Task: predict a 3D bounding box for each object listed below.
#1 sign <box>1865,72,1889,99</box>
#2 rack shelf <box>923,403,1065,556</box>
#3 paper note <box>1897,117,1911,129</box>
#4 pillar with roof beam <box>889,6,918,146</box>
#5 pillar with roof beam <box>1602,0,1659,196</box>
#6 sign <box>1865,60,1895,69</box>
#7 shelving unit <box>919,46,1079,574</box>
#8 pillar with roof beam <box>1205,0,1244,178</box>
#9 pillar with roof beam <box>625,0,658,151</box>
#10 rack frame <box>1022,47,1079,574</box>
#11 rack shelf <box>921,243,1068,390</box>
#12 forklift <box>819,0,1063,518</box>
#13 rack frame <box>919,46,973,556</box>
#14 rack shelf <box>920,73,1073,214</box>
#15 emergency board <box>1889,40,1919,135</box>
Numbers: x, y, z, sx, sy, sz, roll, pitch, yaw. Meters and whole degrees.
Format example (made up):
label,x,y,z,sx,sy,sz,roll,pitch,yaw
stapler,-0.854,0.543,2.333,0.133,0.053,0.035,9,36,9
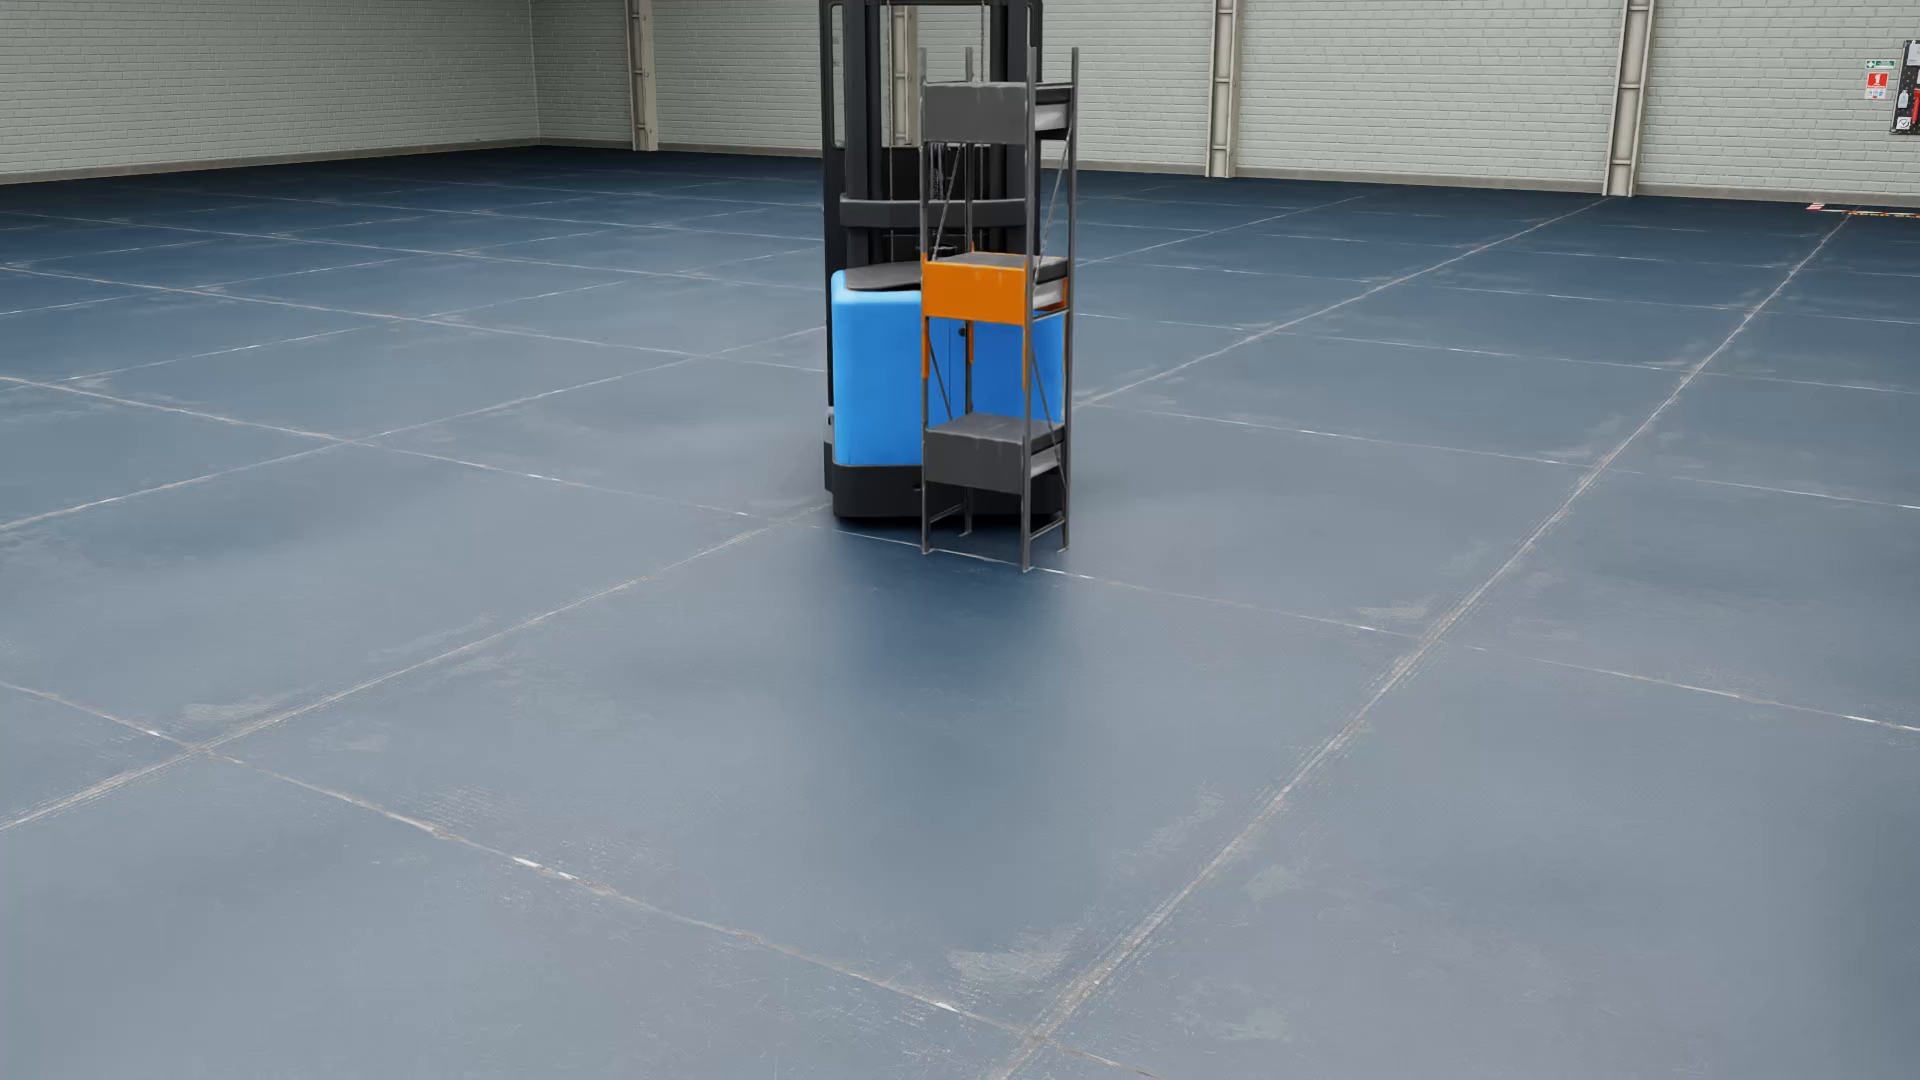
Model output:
label,x,y,z,sx,sy,sz,roll,pitch,yaw
sign,11.845,-5.871,21.486,0.234,0.329,0.001,10,20,30
rack shelf,0.156,-0.266,7.101,0.480,0.518,0.431,10,19,29
paper note,12.147,-5.367,21.403,0.142,0.148,0.016,10,20,30
pillar with roof beam,-3.243,-9.901,24.493,0.400,9.000,9.100,10,20,30
pillar with roof beam,6.982,-8.076,18.484,0.400,9.000,9.100,10,20,30
sign,11.844,-6.122,21.400,0.331,0.109,0.001,10,20,30
shelving unit,0.156,-0.949,6.894,0.503,2.100,0.431,10,19,29
pillar with roof beam,1.869,-8.988,21.489,0.400,9.000,9.100,10,20,30
pillar with roof beam,-8.356,-10.814,27.498,0.400,9.000,9.100,10,20,30
rack frame,0.367,-0.914,6.776,0.015,2.100,0.400,10,19,29
rack shelf,0.156,-0.936,6.898,0.480,0.518,0.431,10,19,29
forklift,-0.161,-1.881,8.532,1.130,2.935,3.031,-1,17,-4
rack frame,-0.055,-0.985,7.011,0.015,2.100,0.400,10,19,29
rack shelf,0.156,-1.606,6.694,0.480,0.518,0.431,10,19,29
emergency board,12.264,-5.750,21.150,0.626,1.169,0.157,10,20,30
